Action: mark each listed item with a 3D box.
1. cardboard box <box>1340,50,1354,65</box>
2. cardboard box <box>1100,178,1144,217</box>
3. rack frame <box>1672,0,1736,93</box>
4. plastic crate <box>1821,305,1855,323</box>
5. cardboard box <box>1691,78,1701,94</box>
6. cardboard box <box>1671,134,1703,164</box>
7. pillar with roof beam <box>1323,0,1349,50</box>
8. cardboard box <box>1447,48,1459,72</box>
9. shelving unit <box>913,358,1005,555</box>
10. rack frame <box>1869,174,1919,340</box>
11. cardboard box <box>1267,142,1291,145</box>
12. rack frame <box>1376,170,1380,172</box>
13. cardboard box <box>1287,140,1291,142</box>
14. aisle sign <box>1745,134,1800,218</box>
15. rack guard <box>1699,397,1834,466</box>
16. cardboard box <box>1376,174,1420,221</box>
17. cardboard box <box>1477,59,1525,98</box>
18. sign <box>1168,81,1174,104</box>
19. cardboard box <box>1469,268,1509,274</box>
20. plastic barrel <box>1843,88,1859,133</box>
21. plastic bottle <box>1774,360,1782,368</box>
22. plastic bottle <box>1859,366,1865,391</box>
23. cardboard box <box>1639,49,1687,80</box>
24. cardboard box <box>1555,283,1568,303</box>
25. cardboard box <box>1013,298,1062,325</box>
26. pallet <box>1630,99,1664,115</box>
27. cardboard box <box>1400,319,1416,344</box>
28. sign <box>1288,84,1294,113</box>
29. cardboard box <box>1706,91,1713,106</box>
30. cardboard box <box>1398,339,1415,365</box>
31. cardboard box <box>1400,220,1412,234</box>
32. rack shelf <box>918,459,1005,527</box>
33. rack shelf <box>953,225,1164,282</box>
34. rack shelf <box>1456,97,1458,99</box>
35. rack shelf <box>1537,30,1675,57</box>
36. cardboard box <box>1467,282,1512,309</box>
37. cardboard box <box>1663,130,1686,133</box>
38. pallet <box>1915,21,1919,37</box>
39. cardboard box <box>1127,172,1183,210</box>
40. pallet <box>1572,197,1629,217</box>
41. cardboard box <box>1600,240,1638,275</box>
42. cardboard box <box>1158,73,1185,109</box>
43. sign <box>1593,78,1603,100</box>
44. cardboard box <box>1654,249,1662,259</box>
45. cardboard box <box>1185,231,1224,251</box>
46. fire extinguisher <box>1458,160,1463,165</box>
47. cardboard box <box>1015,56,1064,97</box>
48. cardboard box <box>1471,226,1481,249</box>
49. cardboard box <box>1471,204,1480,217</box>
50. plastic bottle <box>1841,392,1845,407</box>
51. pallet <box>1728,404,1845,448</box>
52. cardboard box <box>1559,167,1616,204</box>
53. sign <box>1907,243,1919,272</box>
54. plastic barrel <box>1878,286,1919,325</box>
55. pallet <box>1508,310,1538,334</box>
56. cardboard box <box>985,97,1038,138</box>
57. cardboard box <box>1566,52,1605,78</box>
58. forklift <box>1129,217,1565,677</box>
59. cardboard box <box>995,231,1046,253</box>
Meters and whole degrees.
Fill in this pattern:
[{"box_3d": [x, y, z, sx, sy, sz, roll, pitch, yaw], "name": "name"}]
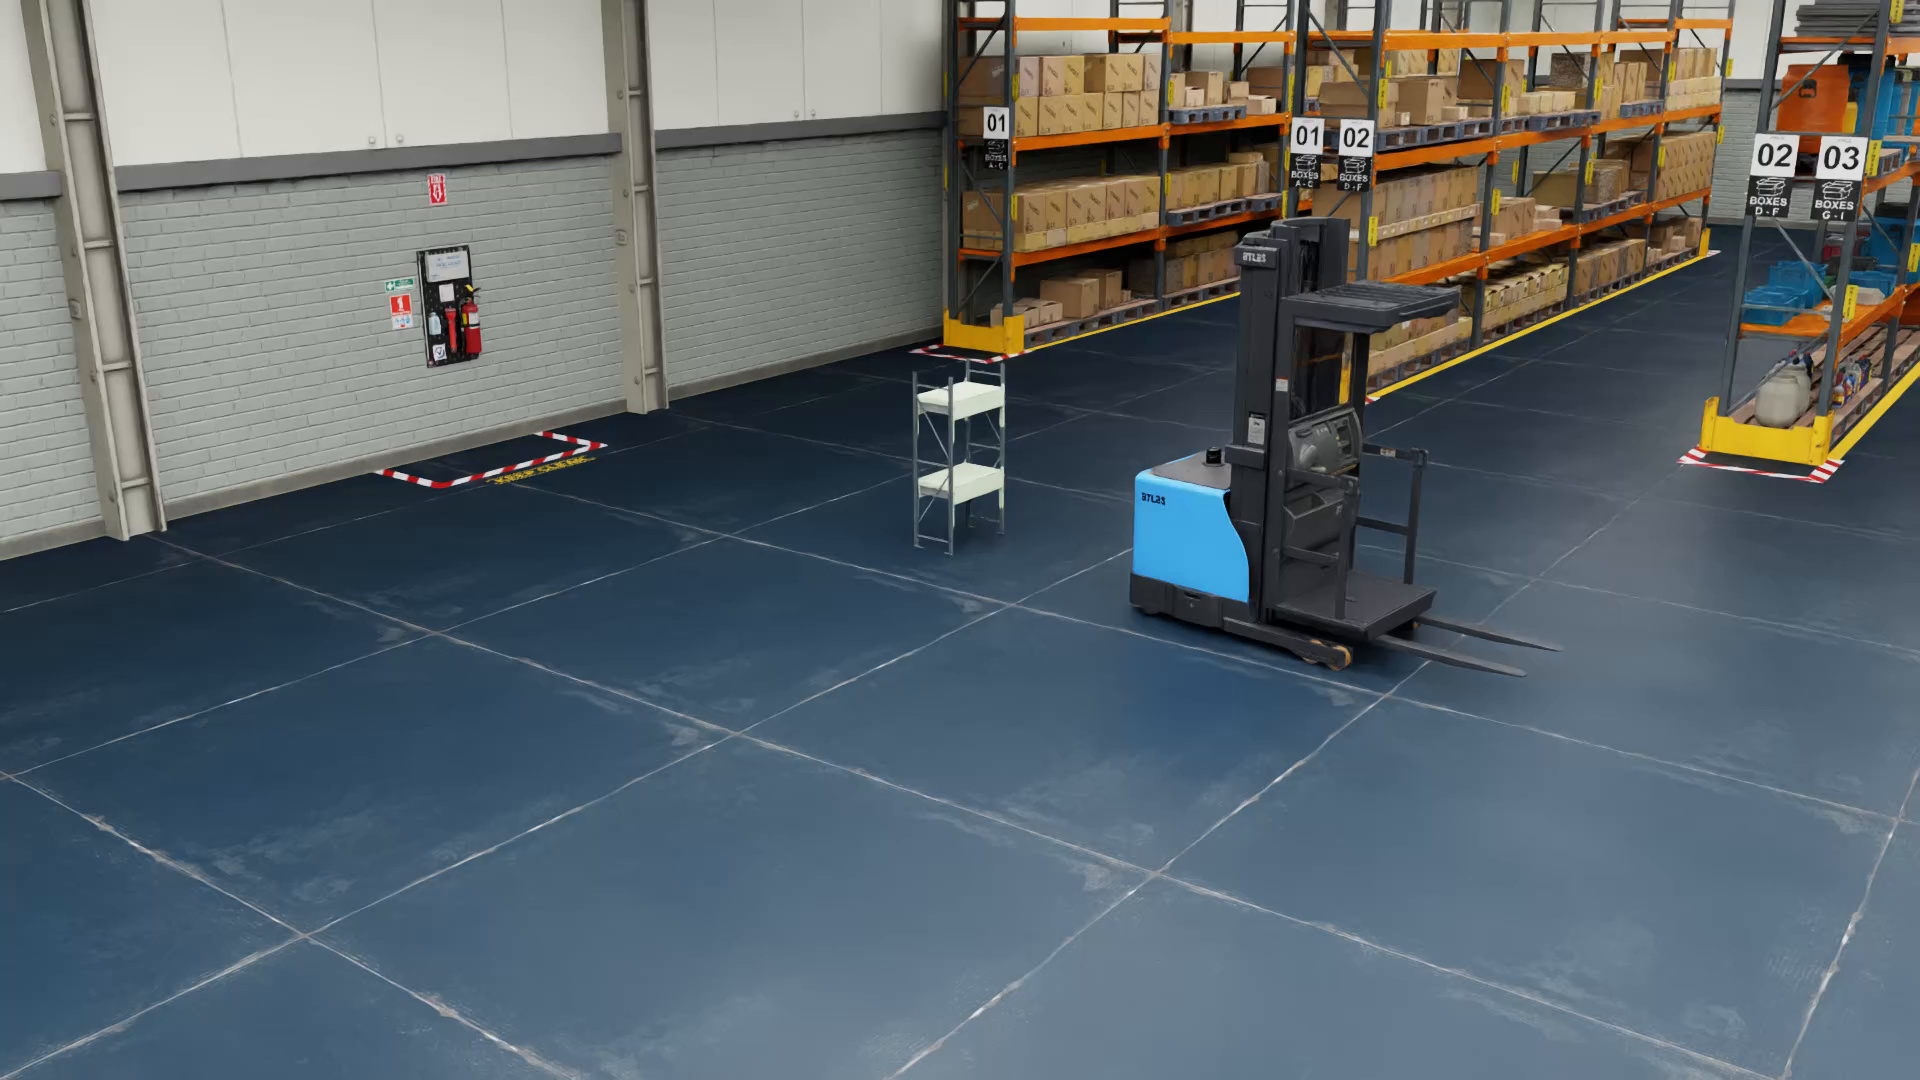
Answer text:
[{"box_3d": [6.791, -8.756, 30.149, 0.500, 0.250, 0.500, 14, 22, 39], "name": "cardboard box"}, {"box_3d": [2.328, -4.997, 24.233, 0.500, 0.500, 0.500, 12, 21, 34], "name": "cardboard box"}, {"box_3d": [13.785, -9.837, 30.748, 1.000, 3.000, 0.127, 12, 21, 35], "name": "rack frame"}, {"box_3d": [9.019, -2.316, 17.087, 0.298, 0.136, 0.250, 12, 21, 35], "name": "plastic crate"}, {"box_3d": [12.792, -8.047, 29.450, 0.500, 0.250, 0.500, 12, 21, 35], "name": "cardboard box"}, {"box_3d": [13.135, -7.098, 30.189, 0.500, 0.500, 0.500, 13, 22, 36], "name": "cardboard box"}, {"box_3d": [10.600, -9.318, 29.076, 9.100, 9.000, 0.400, 12, 21, 35], "name": "pillar with roof beam"}, {"box_3d": [9.587, -9.591, 33.126, 0.500, 0.500, 0.500, 12, 21, 35], "name": "cardboard box"}, {"box_3d": [-0.004, -0.715, 14.016, 0.431, 1.500, 0.755, 12, 21, 35], "name": "shelving unit"}, {"box_3d": [12.994, -4.191, 22.680, 1.000, 3.000, 0.127, 12, 21, 35], "name": "rack frame"}, {"box_3d": [5.719, -6.897, 29.427, 0.500, 0.250, 0.500, 12, 21, 33], "name": "cardboard box"}, {"box_3d": [7.421, -6.894, 31.386, 1.000, 3.000, 0.127, 12, 21, 35], "name": "rack frame"}, {"box_3d": [6.022, -7.018, 29.818, 0.500, 0.250, 0.500, 12, 21, 33], "name": "cardboard box"}, {"box_3d": [7.946, -3.562, 16.273, 0.394, 0.787, 0.004, 12, 21, 35], "name": "aisle sign"}, {"box_3d": [8.235, -1.118, 17.000, 1.175, 0.500, 0.348, 12, 21, 35], "name": "rack guard"}, {"box_3d": [5.180, -4.197, 20.344, 0.700, 0.500, 0.500, 13, 21, 35], "name": "cardboard box"}, {"box_3d": [7.354, -6.313, 22.739, 0.500, 0.500, 0.500, 15, 23, 40], "name": "cardboard box"}, {"box_3d": [3.094, -6.574, 24.426, 0.100, 0.325, 0.005, 12, 21, 35], "name": "sign"}, {"box_3d": [7.858, -3.902, 24.732, 0.500, 0.311, 0.500, 12, 21, 33], "name": "cardboard box"}, {"box_3d": [8.804, -4.302, 16.956, 0.600, 0.588, 0.600, 0, 17, 0], "name": "plastic barrel"}, {"box_3d": [9.320, -1.874, 18.944, 0.144, 0.351, 0.185, 13, 22, 37], "name": "plastic bottle"}, {"box_3d": [10.280, -1.855, 18.996, 0.061, 0.283, 0.133, 14, 22, 38], "name": "plastic bottle"}, {"box_3d": [12.072, -8.194, 28.659, 0.700, 0.500, 0.500, 12, 21, 35], "name": "cardboard box"}, {"box_3d": [8.900, -3.786, 25.305, 0.500, 0.250, 0.500, 13, 21, 36], "name": "cardboard box"}, {"box_3d": [1.095, -3.247, 23.432, 0.500, 0.311, 0.500, 15, 22, 39], "name": "cardboard box"}, {"box_3d": [10.956, -7.219, 27.693, 1.213, 0.211, 1.003, 12, 21, 35], "name": "pallet"}, {"box_3d": [5.333, -2.736, 20.661, 0.500, 0.500, 0.500, 12, 21, 35], "name": "cardboard box"}, {"box_3d": [3.824, -5.078, 19.121, 0.100, 0.325, 0.005, 12, 21, 35], "name": "sign"}, {"box_3d": [13.383, -8.047, 30.294, 0.500, 0.250, 0.500, 12, 21, 35], "name": "cardboard box"}, {"box_3d": [5.343, -2.376, 20.765, 0.500, 0.250, 0.500, 12, 21, 35], "name": "cardboard box"}, {"box_3d": [5.272, -3.820, 20.226, 0.380, 0.149, 0.250, 12, 21, 33], "name": "cardboard box"}, {"box_3d": [-0.004, -0.403, 14.113, 0.431, 0.370, 0.720, 12, 21, 35], "name": "rack shelf"}, {"box_3d": [1.462, -4.169, 23.823, 1.077, 0.370, 4.000, 12, 21, 35], "name": "rack shelf"}, {"box_3d": [8.612, -8.459, 32.582, 1.077, 0.370, 4.000, 12, 21, 35], "name": "rack shelf"}, {"box_3d": [10.210, -7.874, 26.312, 1.077, 0.370, 4.000, 12, 21, 35], "name": "rack shelf"}, {"box_3d": [7.383, -3.442, 23.253, 0.500, 0.311, 0.500, 12, 21, 34], "name": "cardboard box"}, {"box_3d": [13.308, -7.438, 31.284, 0.500, 0.500, 0.500, 13, 22, 36], "name": "cardboard box"}, {"box_3d": [9.415, -5.329, 17.222, 1.003, 0.211, 1.213, 12, 21, 35], "name": "pallet"}, {"box_3d": [2.985, -5.362, 25.541, 0.700, 0.500, 0.500, 12, 21, 35], "name": "cardboard box"}, {"box_3d": [10.173, -5.439, 27.025, 1.003, 0.211, 1.213, 12, 21, 35], "name": "pallet"}, {"box_3d": [11.036, -4.751, 27.959, 0.500, 0.500, 0.500, 13, 21, 35], "name": "cardboard box"}, {"box_3d": [3.044, -6.785, 25.102, 0.500, 0.500, 0.500, 16, 24, 42], "name": "cardboard box"}, {"box_3d": [9.459, -6.684, 24.647, 0.100, 0.325, 0.005, 12, 21, 35], "name": "sign"}, {"box_3d": [12.332, -5.146, 29.793, 0.380, 0.166, 0.250, 12, 21, 35], "name": "cardboard box"}, {"box_3d": [3.958, -4.887, 27.131, 0.500, 0.250, 0.500, 12, 21, 34], "name": "cardboard box"}, {"box_3d": [10.264, -7.586, 34.374, 0.296, 0.674, 0.183, 12, 21, 35], "name": "fire extinguisher"}, {"box_3d": [1.035, -6.163, 22.084, 0.500, 0.500, 0.500, 12, 21, 34], "name": "cardboard box"}, {"box_3d": [6.893, -4.167, 22.859, 0.500, 0.250, 0.500, 14, 22, 38], "name": "cardboard box"}, {"box_3d": [6.645, -4.369, 21.993, 0.380, 0.149, 0.250, 12, 21, 35], "name": "cardboard box"}, {"box_3d": [9.619, -1.560, 18.187, 0.097, 0.201, 0.097, 0, 17, 0], "name": "plastic bottle"}, {"box_3d": [8.723, -1.172, 17.663, 1.003, 0.211, 1.213, 12, 21, 35], "name": "pallet"}, {"box_3d": [10.001, -5.669, 26.565, 0.500, 0.500, 0.700, -15, 23, -40], "name": "cardboard box"}, {"box_3d": [11.046, -3.270, 19.250, 0.100, 0.325, 0.005, 12, 21, 35], "name": "sign"}, {"box_3d": [13.272, -3.474, 23.325, 0.600, 0.830, 0.708, 12, 21, 35], "name": "plastic barrel"}, {"box_3d": [7.769, -3.257, 24.375, 1.003, 0.211, 1.213, 12, 21, 35], "name": "pallet"}, {"box_3d": [0.671, -5.561, 21.834, 0.500, 0.500, 0.500, 13, 22, 36], "name": "cardboard box"}, {"box_3d": [9.587, -7.249, 25.616, 0.500, 0.500, 0.500, 12, 21, 35], "name": "cardboard box"}, {"box_3d": [2.710, -0.683, 11.502, 3.031, 2.935, 1.130, 15, 23, 39], "name": "forklift"}, {"box_3d": [0.816, -4.034, 22.395, 0.500, 0.250, 0.500, 12, 21, 33], "name": "cardboard box"}]
